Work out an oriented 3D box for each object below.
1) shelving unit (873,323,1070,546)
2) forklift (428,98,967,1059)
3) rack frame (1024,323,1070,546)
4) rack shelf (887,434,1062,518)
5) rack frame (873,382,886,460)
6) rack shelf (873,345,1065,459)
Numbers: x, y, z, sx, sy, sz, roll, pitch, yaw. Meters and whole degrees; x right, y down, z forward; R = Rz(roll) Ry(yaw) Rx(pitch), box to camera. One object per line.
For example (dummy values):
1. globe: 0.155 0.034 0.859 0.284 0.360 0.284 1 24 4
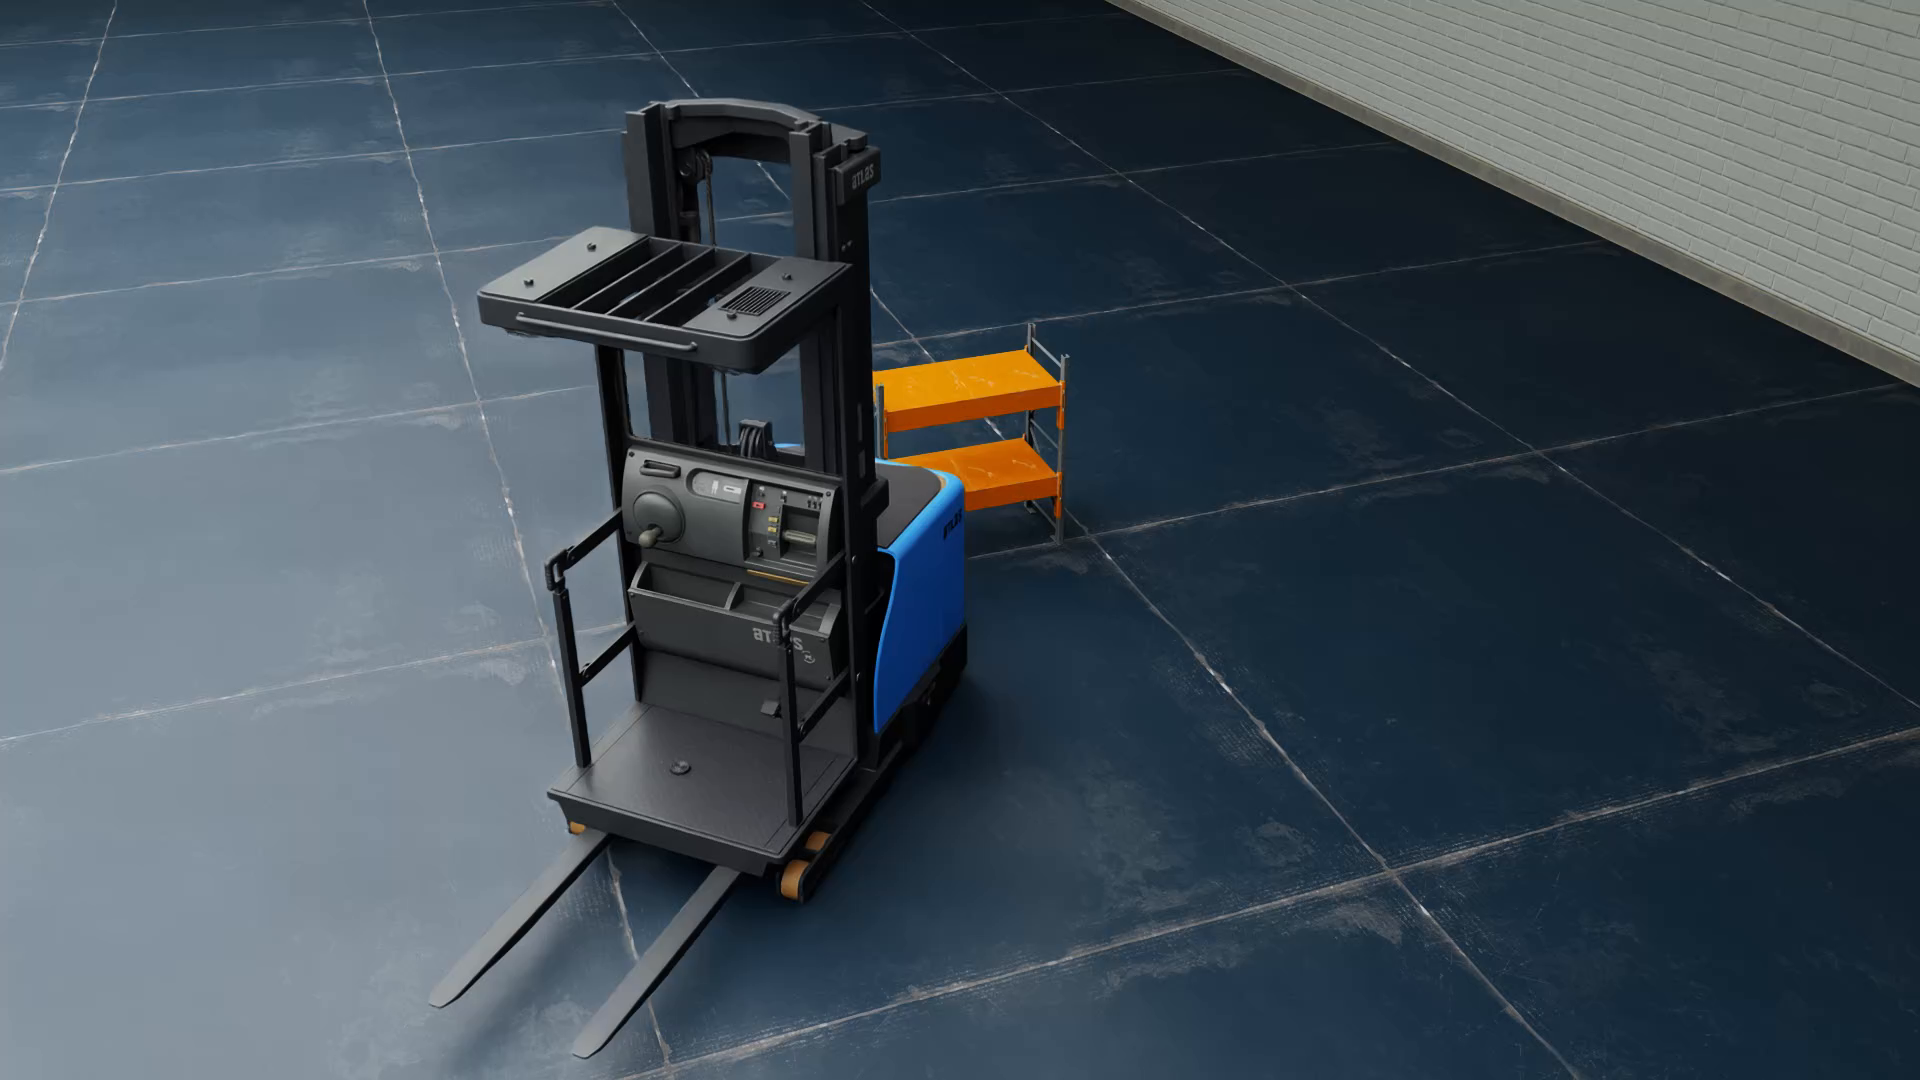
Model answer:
1. shelving unit: -0.006 -0.488 8.969 1.048 1.125 0.538 -10 31 -18
2. forklift: -1.001 -0.060 6.395 1.130 2.935 3.031 12 32 20
3. rack frame: 0.470 -0.575 9.124 0.032 1.125 0.500 -10 31 -18
4. rack shelf: -0.006 -0.275 9.091 1.000 0.278 0.538 -10 31 -18
5. rack frame: -0.483 -0.400 8.815 0.032 1.125 0.500 -10 31 -18
6. rack shelf: -0.006 -0.742 8.825 1.000 0.278 0.538 -10 31 -18
